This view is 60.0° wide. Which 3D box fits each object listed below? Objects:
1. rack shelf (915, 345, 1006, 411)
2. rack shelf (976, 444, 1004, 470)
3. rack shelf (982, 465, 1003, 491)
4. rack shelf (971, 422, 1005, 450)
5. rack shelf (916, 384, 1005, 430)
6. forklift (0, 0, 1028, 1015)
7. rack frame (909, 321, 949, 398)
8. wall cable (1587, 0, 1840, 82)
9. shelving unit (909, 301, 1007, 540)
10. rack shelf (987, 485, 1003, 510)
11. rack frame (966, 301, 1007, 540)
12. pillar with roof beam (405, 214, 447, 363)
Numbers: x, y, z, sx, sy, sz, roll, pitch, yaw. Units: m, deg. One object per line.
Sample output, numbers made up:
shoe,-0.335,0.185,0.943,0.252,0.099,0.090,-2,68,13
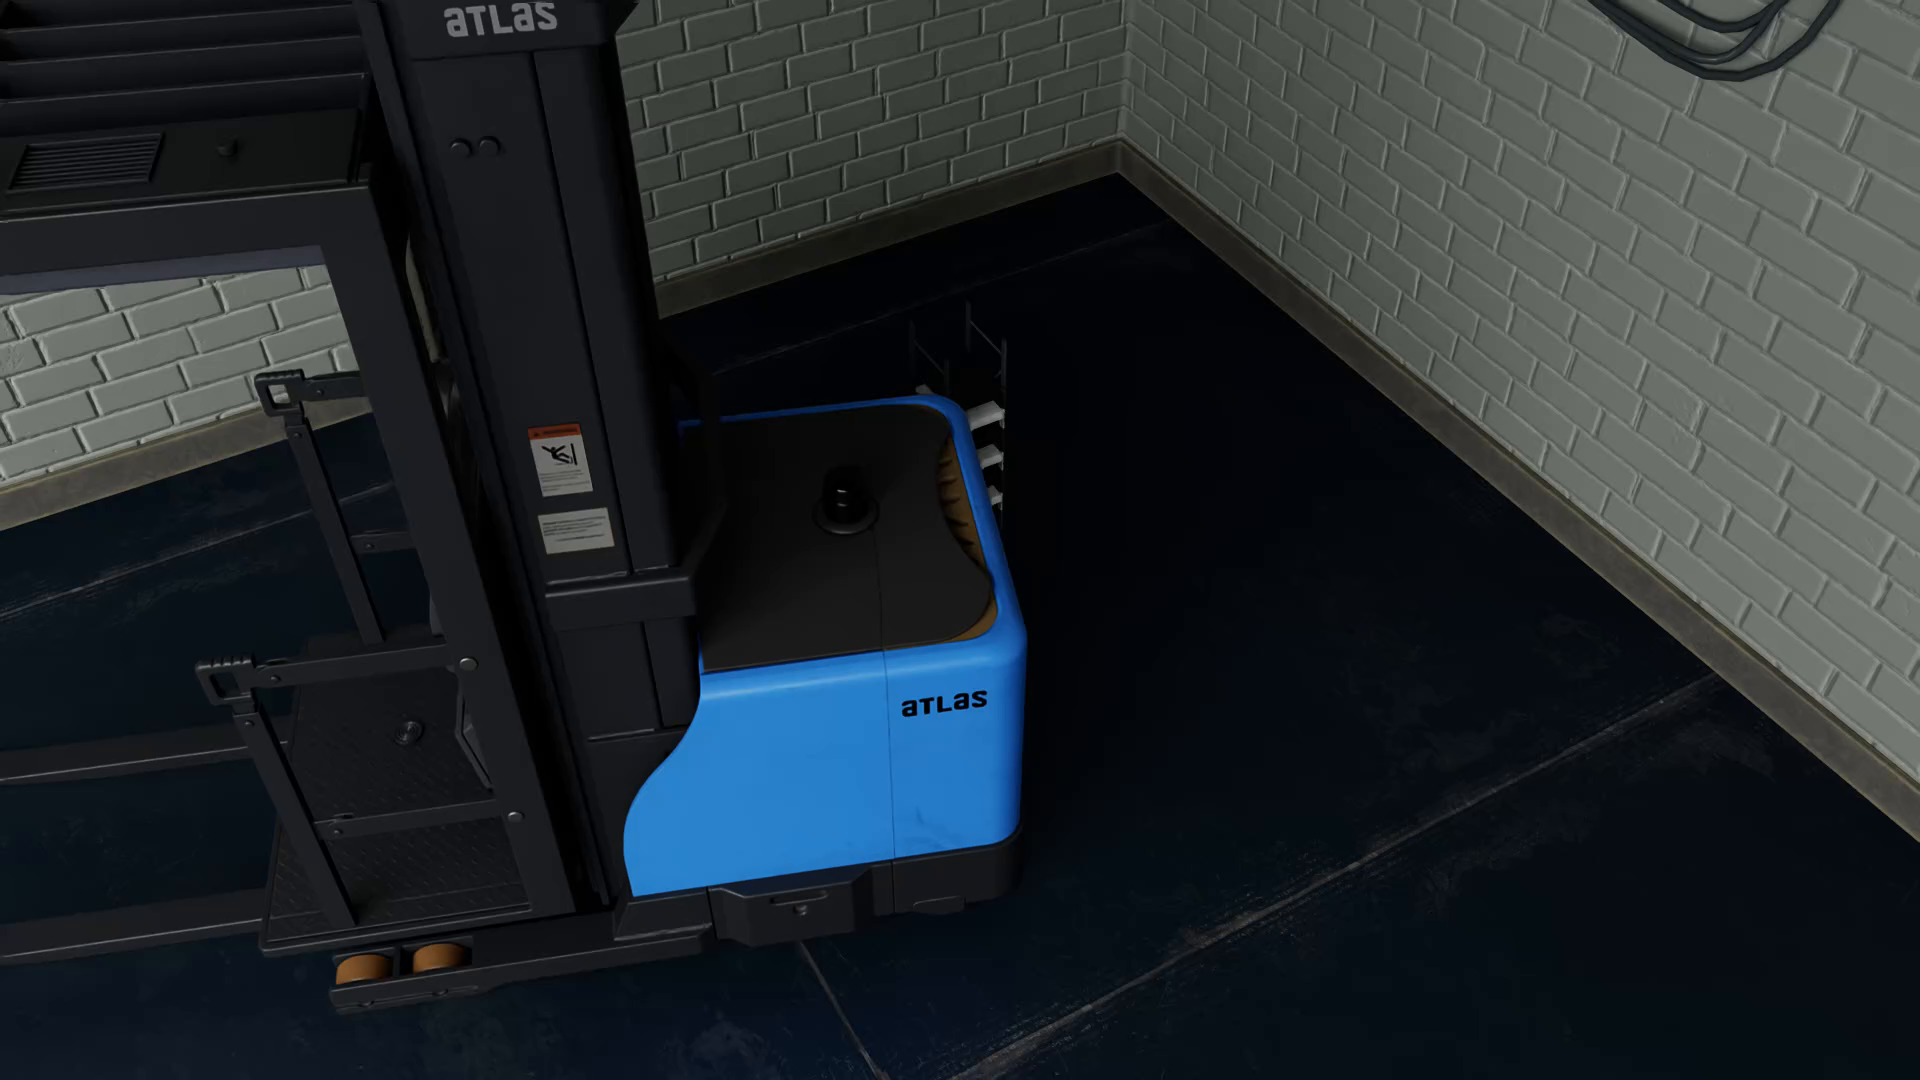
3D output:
rack shelf,-0.007,-0.490,5.269,0.200,0.077,0.258,-22,48,-21
rack shelf,-0.007,-0.296,5.457,0.200,0.077,0.258,-22,48,-21
rack shelf,-0.007,-0.232,5.520,0.200,0.077,0.258,-22,48,-21
rack shelf,-0.007,-0.361,5.394,0.200,0.077,0.258,-22,48,-21
rack shelf,-0.007,-0.425,5.332,0.200,0.077,0.258,-22,48,-21
forklift,-1.389,-0.192,3.843,3.031,2.935,1.130,-7,45,-7
rack frame,-0.095,-0.285,5.397,0.006,0.900,0.240,-22,48,-21
wall cable,1.402,-2.886,4.492,0.112,2.526,3.097,-22,48,-21
shelving unit,-0.007,-0.320,5.434,0.210,0.900,0.258,-22,48,-21
rack shelf,-0.007,-0.167,5.582,0.200,0.077,0.258,-22,48,-21
rack frame,0.081,-0.355,5.470,0.006,0.900,0.240,-22,48,-21
pillar with roof beam,0.333,-1.177,0.501,0.400,9.000,9.100,-22,48,-21
